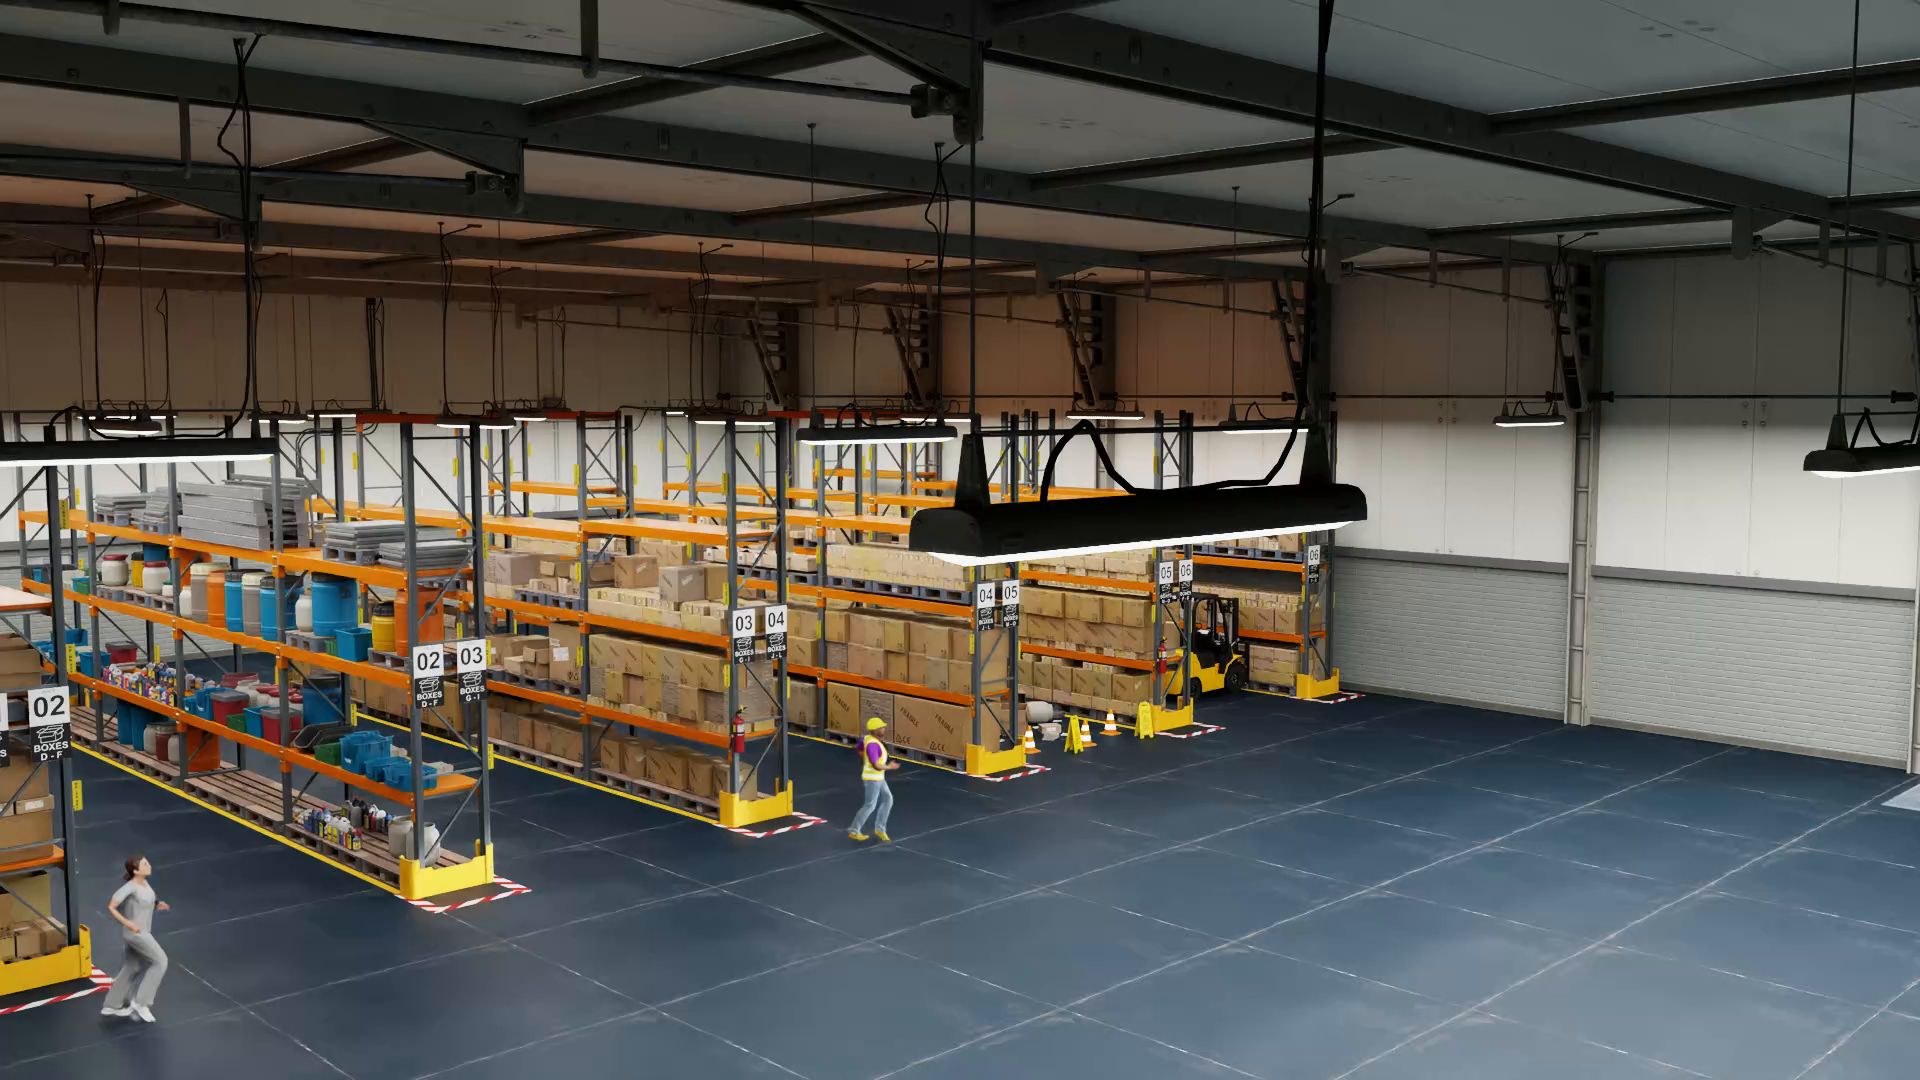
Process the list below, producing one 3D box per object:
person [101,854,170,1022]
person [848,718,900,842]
[{"bbox_3d":[-8.393,4.038,16.917,0.660,1.697,0.583,-1,5,-14],"label":"person"},{"bbox_3d":[-1.212,3.427,23.532,0.749,1.840,0.703,0,5,-1],"label":"person"}]
